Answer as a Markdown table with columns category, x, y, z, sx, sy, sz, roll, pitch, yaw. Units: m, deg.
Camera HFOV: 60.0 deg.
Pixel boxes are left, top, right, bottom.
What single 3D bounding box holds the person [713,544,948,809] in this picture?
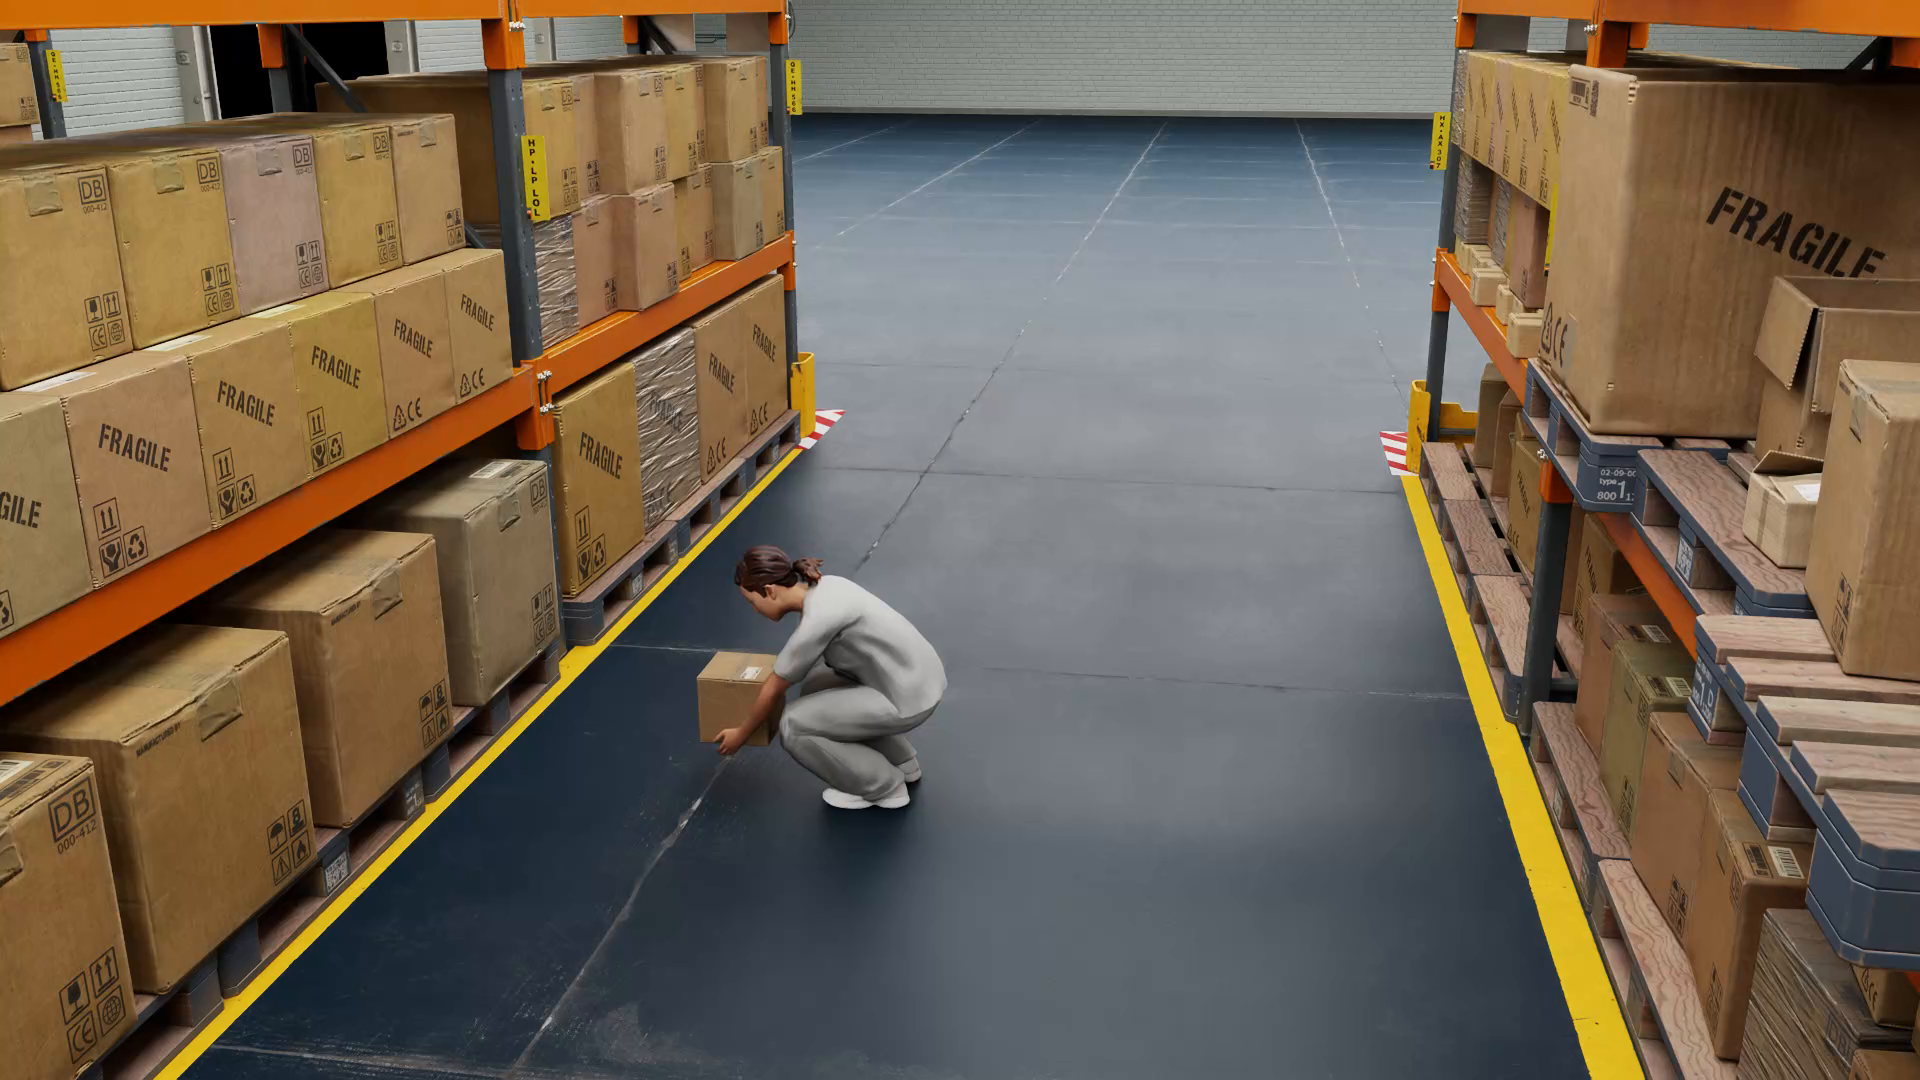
| category | x | y | z | sx | sy | sz | roll | pitch | yaw |
| --- | --- | --- | --- | --- | --- | --- | --- | --- | --- |
| person | -0.454 | 0.458 | 5.860 | 0.811 | 0.931 | 0.484 | 3 | 18 | 9 |
